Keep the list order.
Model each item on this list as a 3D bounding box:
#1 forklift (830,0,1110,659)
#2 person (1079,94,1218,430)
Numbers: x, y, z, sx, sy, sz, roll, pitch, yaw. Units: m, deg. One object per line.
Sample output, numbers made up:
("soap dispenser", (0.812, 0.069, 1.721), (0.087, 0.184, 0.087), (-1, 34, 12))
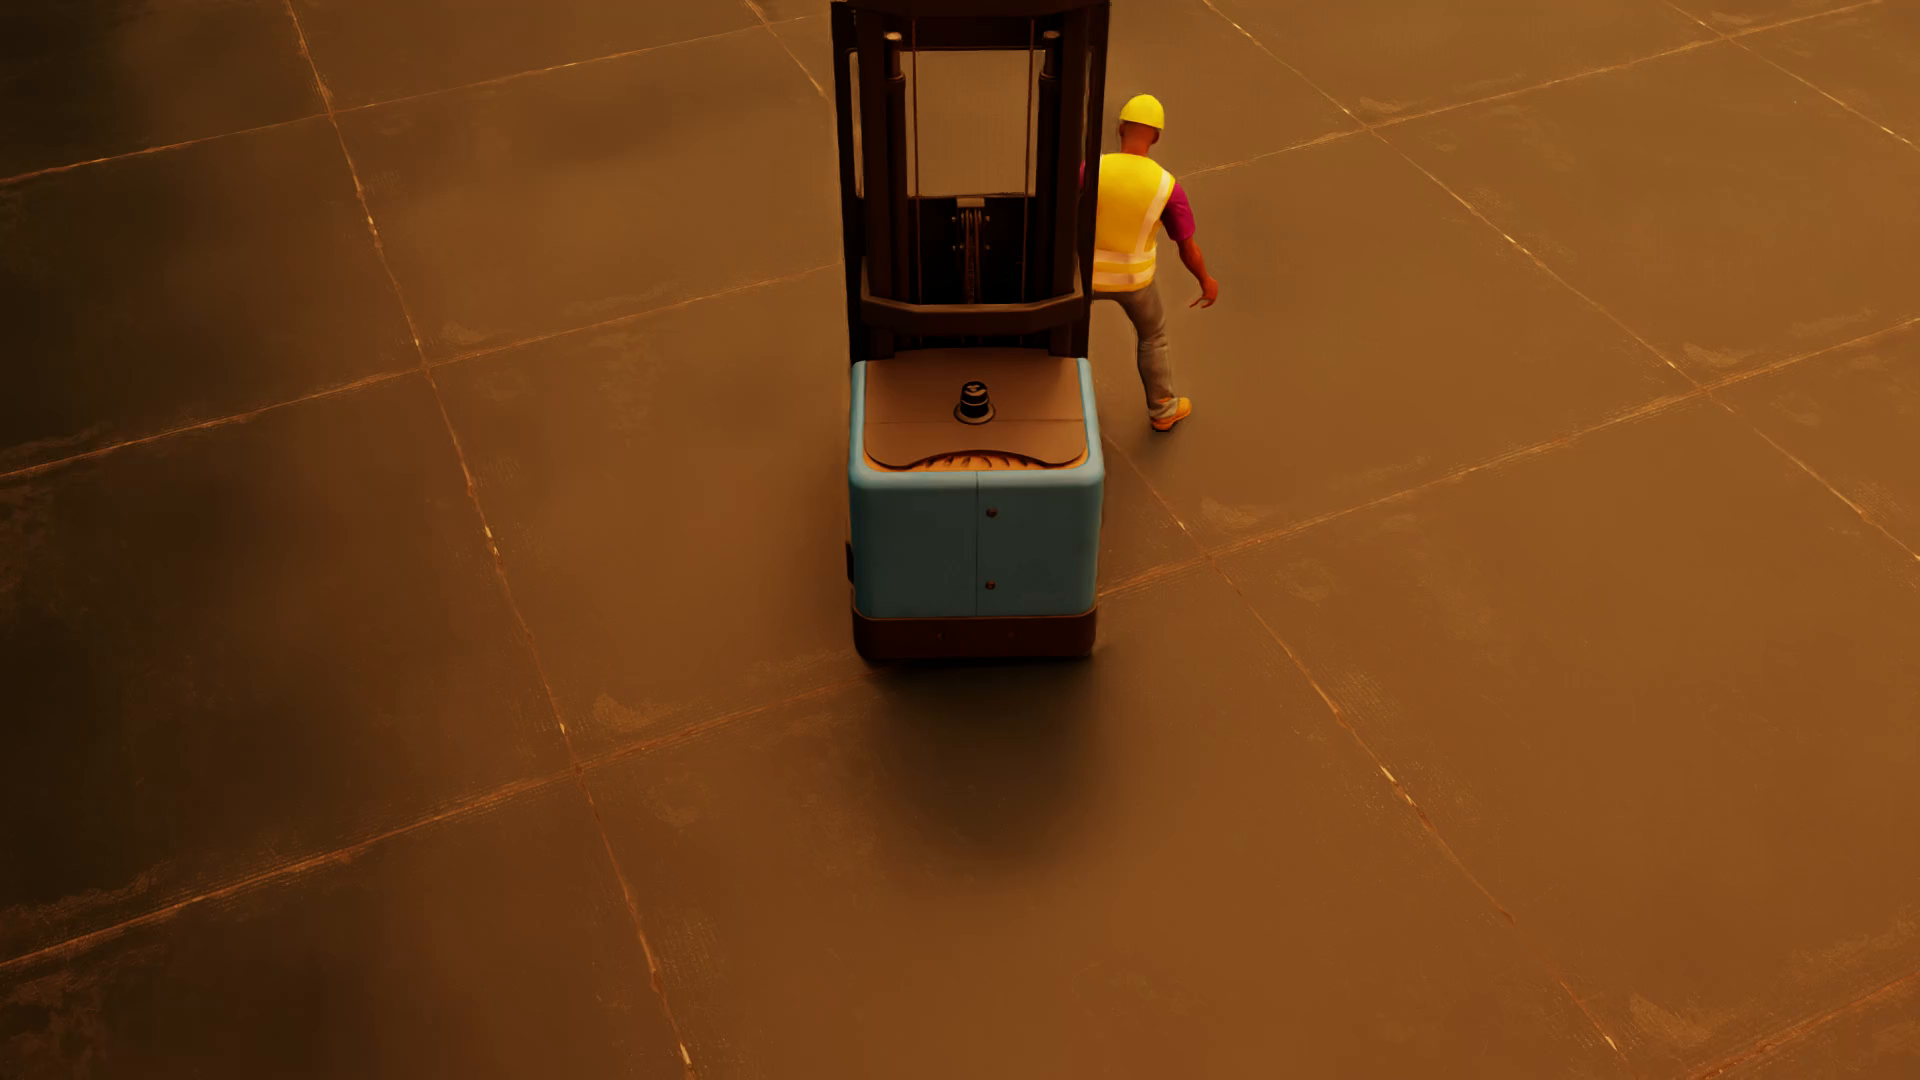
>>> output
("forklift", (0.034, -1.545, 7.336), (1.130, 2.935, 3.031), (-1, 43, -1))
("person", (0.757, -1.322, 8.011), (0.980, 1.716, 0.449), (4, 43, 4))
